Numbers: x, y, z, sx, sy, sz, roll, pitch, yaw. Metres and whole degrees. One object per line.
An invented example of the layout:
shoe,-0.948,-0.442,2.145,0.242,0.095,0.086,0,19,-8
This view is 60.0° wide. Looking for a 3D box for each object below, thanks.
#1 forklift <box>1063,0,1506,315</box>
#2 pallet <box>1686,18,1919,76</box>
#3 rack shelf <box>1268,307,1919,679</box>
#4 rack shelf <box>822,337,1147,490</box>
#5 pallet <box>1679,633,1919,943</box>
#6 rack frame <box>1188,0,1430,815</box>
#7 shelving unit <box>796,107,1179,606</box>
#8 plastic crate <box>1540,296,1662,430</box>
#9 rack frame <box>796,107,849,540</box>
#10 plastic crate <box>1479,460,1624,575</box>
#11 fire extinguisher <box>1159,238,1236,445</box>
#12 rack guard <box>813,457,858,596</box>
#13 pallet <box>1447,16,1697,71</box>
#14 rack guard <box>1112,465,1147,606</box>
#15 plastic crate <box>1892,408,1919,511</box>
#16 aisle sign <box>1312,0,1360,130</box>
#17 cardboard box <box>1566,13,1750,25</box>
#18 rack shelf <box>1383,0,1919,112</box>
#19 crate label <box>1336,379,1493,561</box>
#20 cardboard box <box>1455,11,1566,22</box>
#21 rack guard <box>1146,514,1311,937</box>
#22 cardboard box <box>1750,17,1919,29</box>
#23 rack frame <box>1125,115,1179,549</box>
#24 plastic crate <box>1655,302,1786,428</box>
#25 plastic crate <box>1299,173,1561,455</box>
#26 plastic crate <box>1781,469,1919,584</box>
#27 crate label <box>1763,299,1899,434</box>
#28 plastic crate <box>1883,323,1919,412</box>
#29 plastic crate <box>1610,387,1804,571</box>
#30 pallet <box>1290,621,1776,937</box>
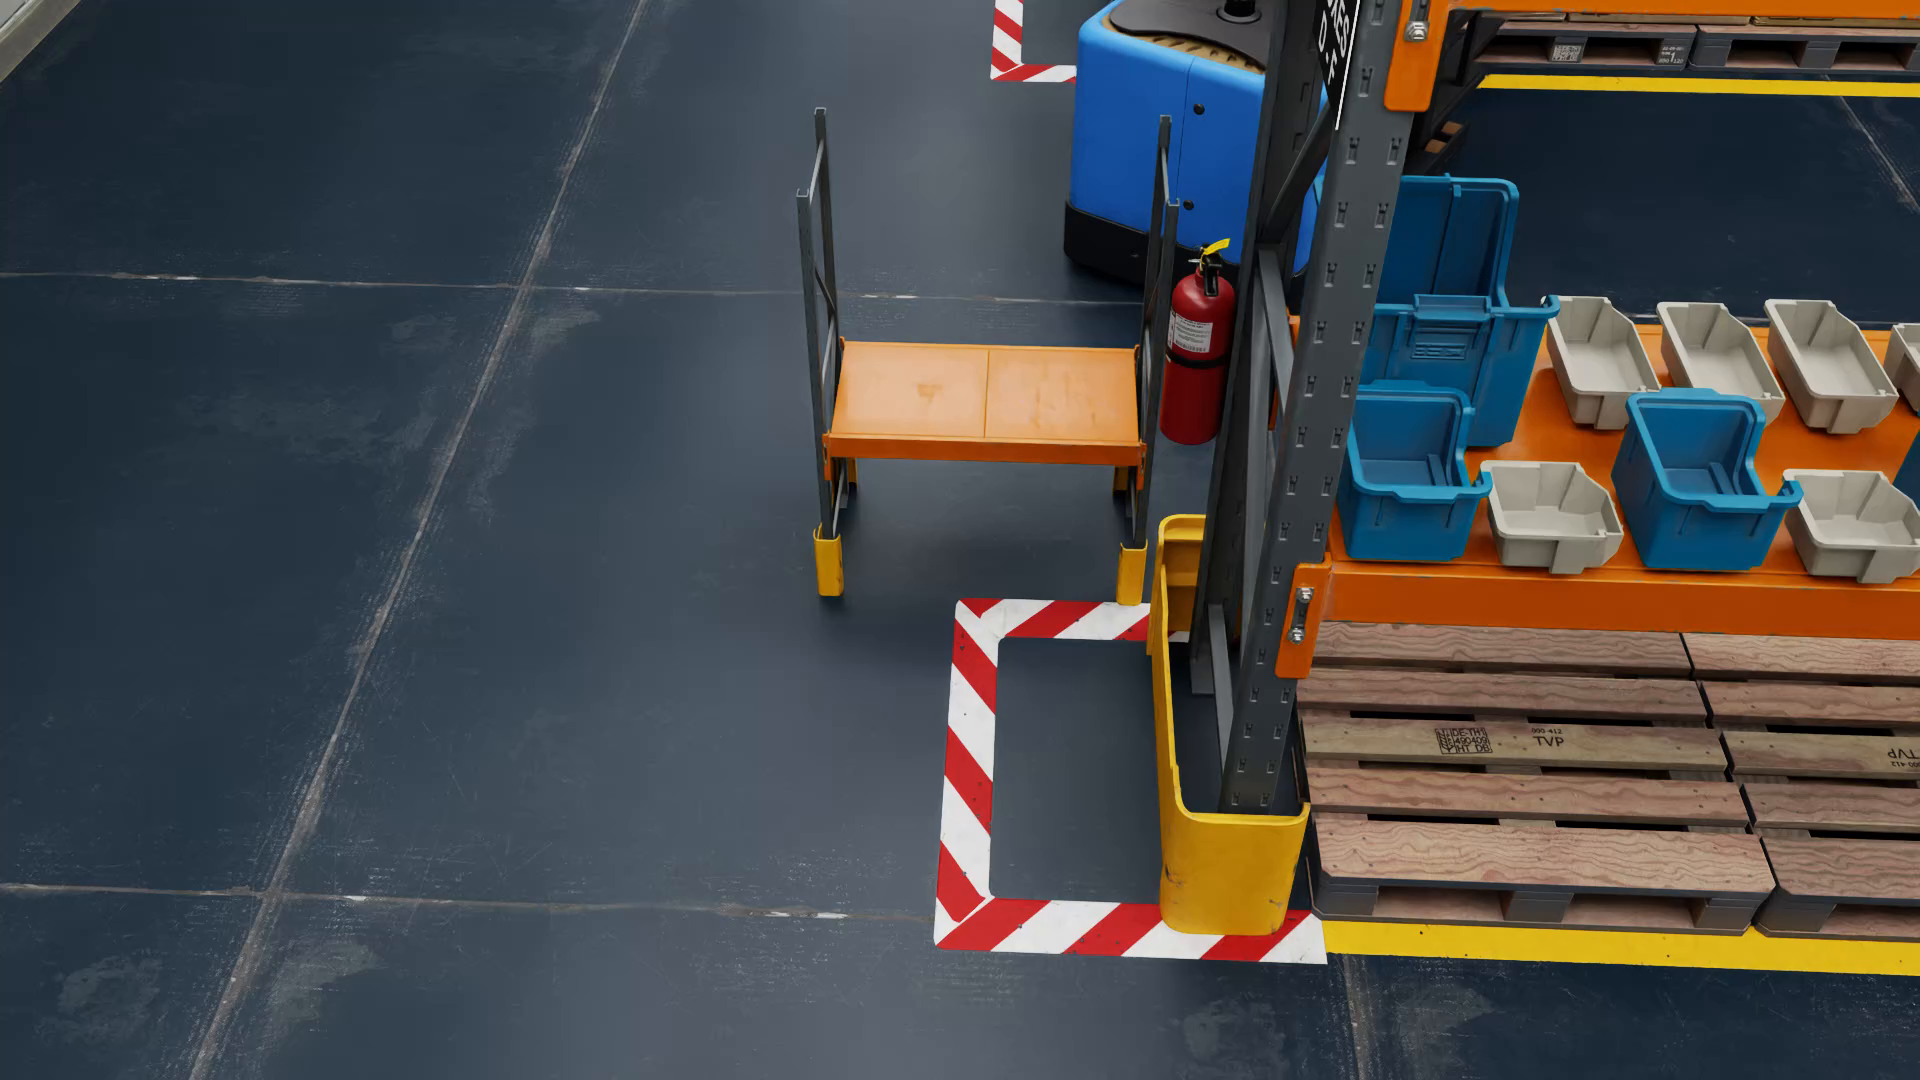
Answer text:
forklift,1.669,-2.873,6.683,1.130,2.935,3.031,24,48,24
pallet,4.241,-2.722,8.518,1.213,0.211,1.003,2,43,2
rack shelf,2.776,-0.092,4.176,4.000,0.370,1.077,2,43,2
rack shelf,0.085,-0.415,5.359,1.000,0.185,0.538,2,43,2
pallet,2.816,0.695,4.849,1.213,0.211,1.003,2,43,2
rack frame,0.778,-0.416,3.996,0.127,3.000,1.000,2,43,2
shelving unit,0.076,-0.547,5.236,1.083,1.500,0.587,2,43,2
plastic crate,1.601,-0.440,4.171,0.243,0.136,0.396,2,43,2
rack frame,-0.423,-0.562,5.253,0.032,1.500,0.500,2,43,2
plastic crate,1.327,-0.044,3.746,0.298,0.136,0.250,2,43,2
fire extinguisher,0.648,-0.566,4.487,0.183,0.674,0.296,2,43,2
rack guard,-0.421,-0.104,5.679,0.087,0.250,0.587,2,43,2
pallet,3.019,-2.758,8.556,1.213,0.211,1.003,2,43,2
rack guard,0.574,-0.074,5.646,0.087,0.250,0.587,2,43,2
plastic crate,2.325,-0.105,3.741,0.300,0.233,0.416,2,43,2
aisle sign,0.693,-1.167,2.895,0.004,0.787,0.394,2,43,2
cardboard box,3.442,-3.145,8.176,0.875,0.875,0.875,2,43,2
rack shelf,2.776,-1.189,3.153,4.000,0.370,1.077,2,43,2
crate label,1.010,-0.145,3.784,0.303,0.233,0.416,2,43,2
cardboard box,2.553,-3.172,8.205,0.875,0.875,0.875,2,43,2
rack guard,0.753,0.506,4.840,0.348,0.500,1.175,2,43,2
cardboard box,4.341,-3.117,8.146,0.875,0.875,0.875,2,43,2
rack frame,0.593,-0.531,5.219,0.032,1.500,0.500,2,43,2
plastic crate,1.890,-0.421,4.151,0.243,0.136,0.396,2,43,2
plastic crate,1.121,-0.568,4.089,0.499,0.435,0.616,2,43,2
plastic crate,2.004,-0.023,3.723,0.298,0.136,0.250,2,43,2
crate label,2.169,-0.429,4.160,0.243,0.136,0.396,2,43,2
plastic crate,2.466,-0.433,4.164,0.250,0.136,0.298,2,43,2
plastic crate,1.668,-0.125,3.762,0.300,0.233,0.416,2,43,2
pallet,1.600,0.656,4.891,1.213,0.211,1.003,2,43,2
